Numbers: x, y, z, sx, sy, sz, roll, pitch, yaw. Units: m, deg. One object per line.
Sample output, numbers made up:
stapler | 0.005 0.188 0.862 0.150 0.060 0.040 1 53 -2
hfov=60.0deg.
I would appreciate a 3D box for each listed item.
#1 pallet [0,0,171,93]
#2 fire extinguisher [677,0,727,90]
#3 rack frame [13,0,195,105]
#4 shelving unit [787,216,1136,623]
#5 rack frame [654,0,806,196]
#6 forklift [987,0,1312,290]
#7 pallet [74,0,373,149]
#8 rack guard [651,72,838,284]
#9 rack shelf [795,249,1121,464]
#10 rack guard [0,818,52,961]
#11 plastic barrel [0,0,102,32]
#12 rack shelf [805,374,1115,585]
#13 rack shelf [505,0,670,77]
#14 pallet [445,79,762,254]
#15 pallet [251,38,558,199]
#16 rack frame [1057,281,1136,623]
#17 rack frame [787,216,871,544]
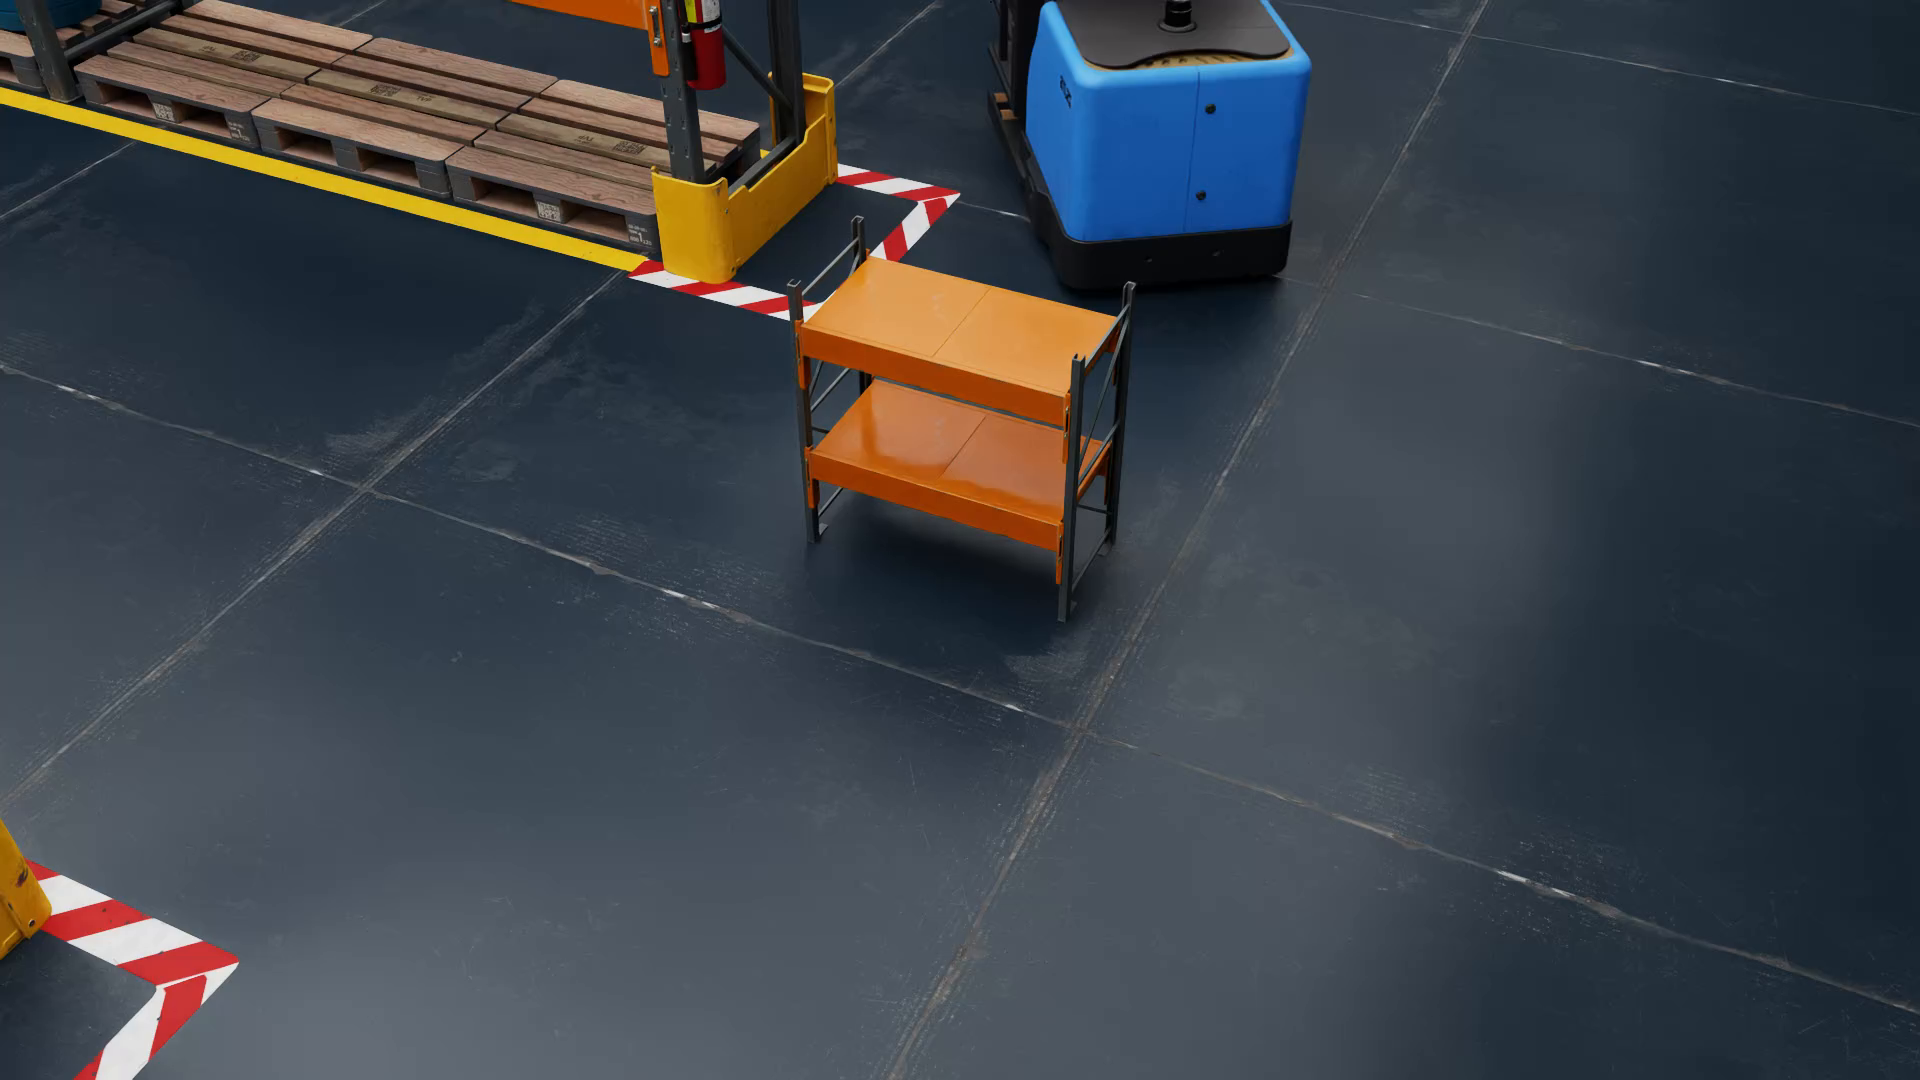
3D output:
pallet | -5.326 -2.972 9.518 1.213 0.211 1.003 17 44 19
fire extinguisher | -1.075 -2.198 6.840 0.183 0.674 0.296 17 44 19
rack frame | -4.645 -3.788 8.330 0.127 3.000 1.000 17 44 19
shelving unit | 0.006 -0.423 5.879 1.048 1.125 0.538 17 44 19
rack frame | -1.020 -2.680 7.052 0.127 3.000 1.000 17 44 19
forklift | 0.752 -3.194 7.697 1.130 2.935 3.031 -6 41 -7
pallet | -3.962 -2.553 9.035 1.213 0.211 1.003 17 44 19
rack guard | -0.992 -1.737 7.872 0.348 0.500 1.175 17 44 19
rack shelf | 0.006 -0.644 5.688 1.000 0.278 0.538 17 44 19
rack guard | -3.092 1.211 4.471 0.348 0.500 1.175 17 44 19
plastic barrel | -5.130 -3.314 9.065 0.708 0.901 0.600 17 44 19
rack shelf | 0.006 -0.238 6.040 1.000 0.278 0.538 17 44 19
rack shelf | -2.832 -2.962 7.926 4.000 0.370 1.077 17 44 19
pallet | -1.751 -1.878 8.255 1.213 0.211 1.003 17 44 19
pallet | -2.852 -2.216 8.646 1.213 0.211 1.003 17 44 19
rack frame | 0.467 -0.282 5.717 0.032 1.125 0.500 17 44 19
rack frame | -0.455 -0.564 6.042 0.032 1.125 0.500 17 44 19
